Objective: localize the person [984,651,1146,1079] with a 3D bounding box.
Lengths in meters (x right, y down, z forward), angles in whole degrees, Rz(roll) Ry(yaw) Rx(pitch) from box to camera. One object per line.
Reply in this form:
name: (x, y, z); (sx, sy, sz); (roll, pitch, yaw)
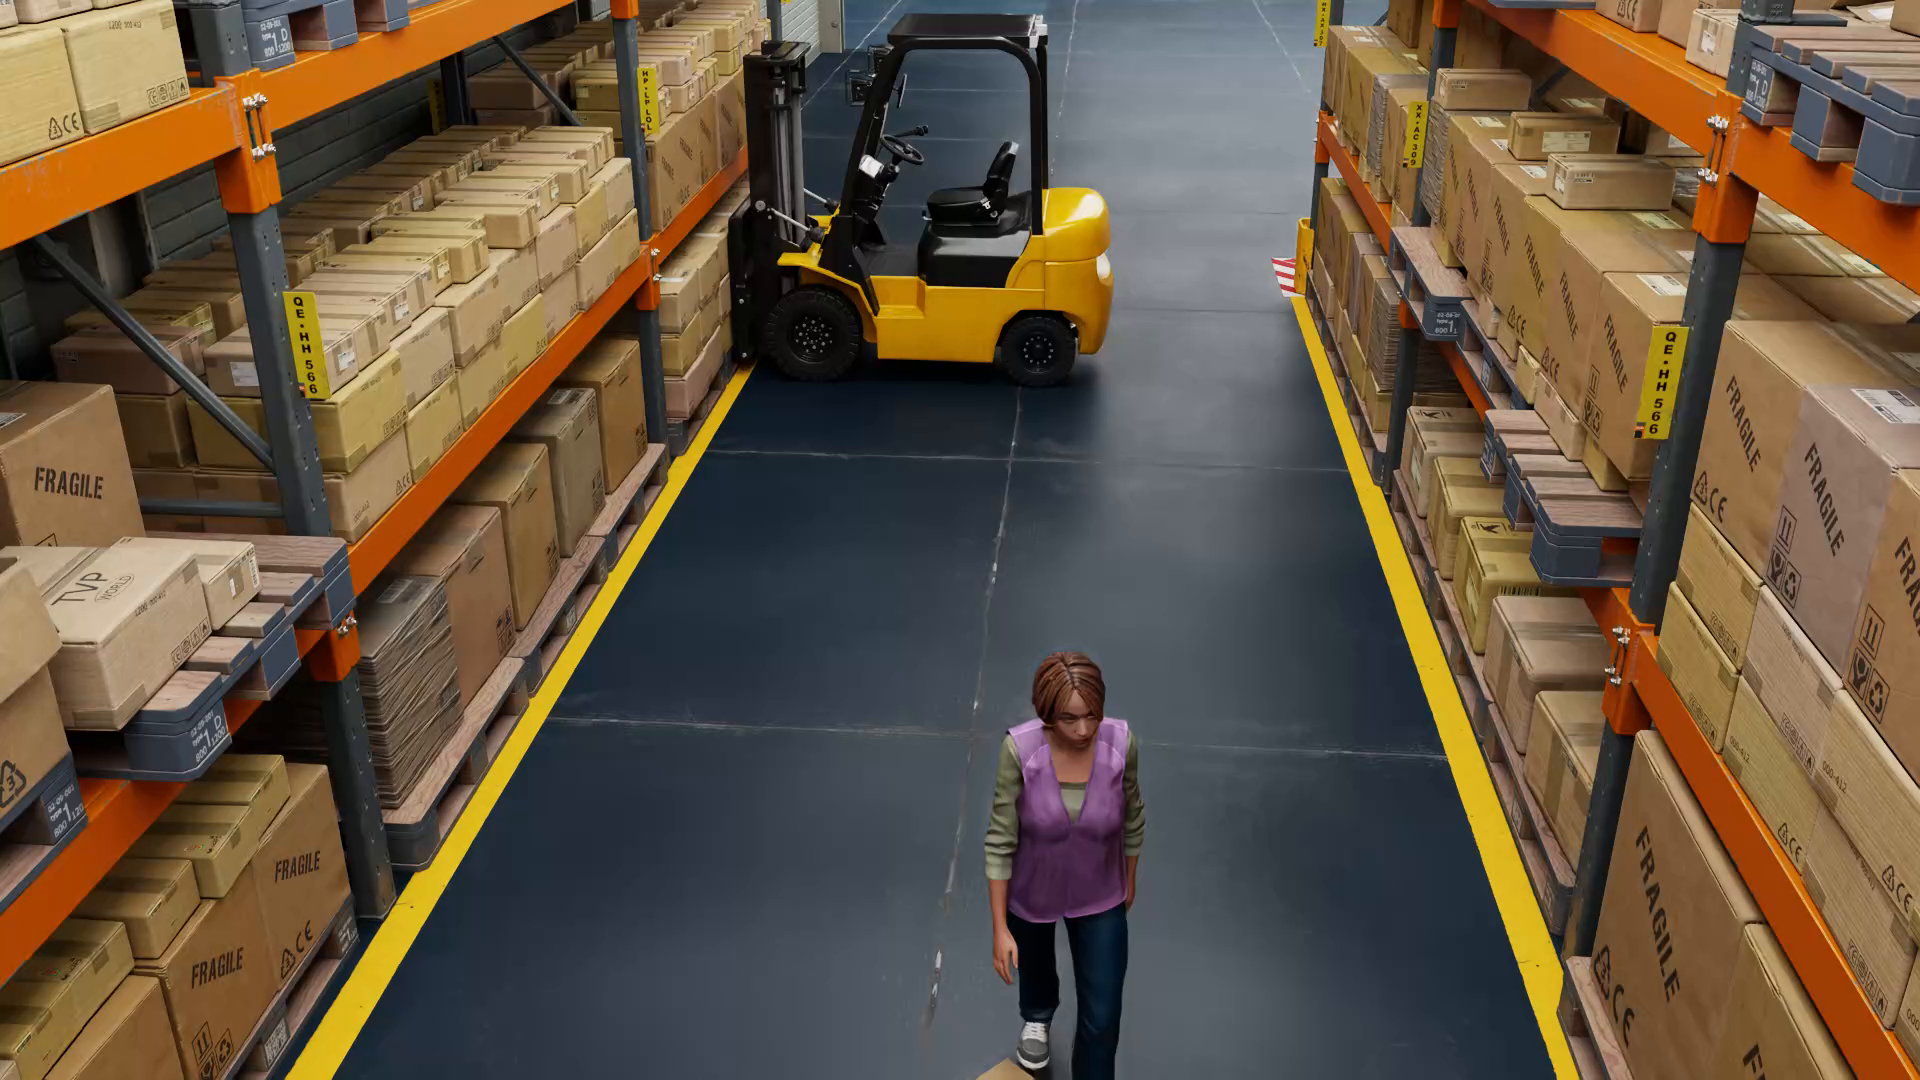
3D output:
person: (0.282, 0.988, 4.499); (0.436, 1.575, 0.880); (1, 25, 1)
